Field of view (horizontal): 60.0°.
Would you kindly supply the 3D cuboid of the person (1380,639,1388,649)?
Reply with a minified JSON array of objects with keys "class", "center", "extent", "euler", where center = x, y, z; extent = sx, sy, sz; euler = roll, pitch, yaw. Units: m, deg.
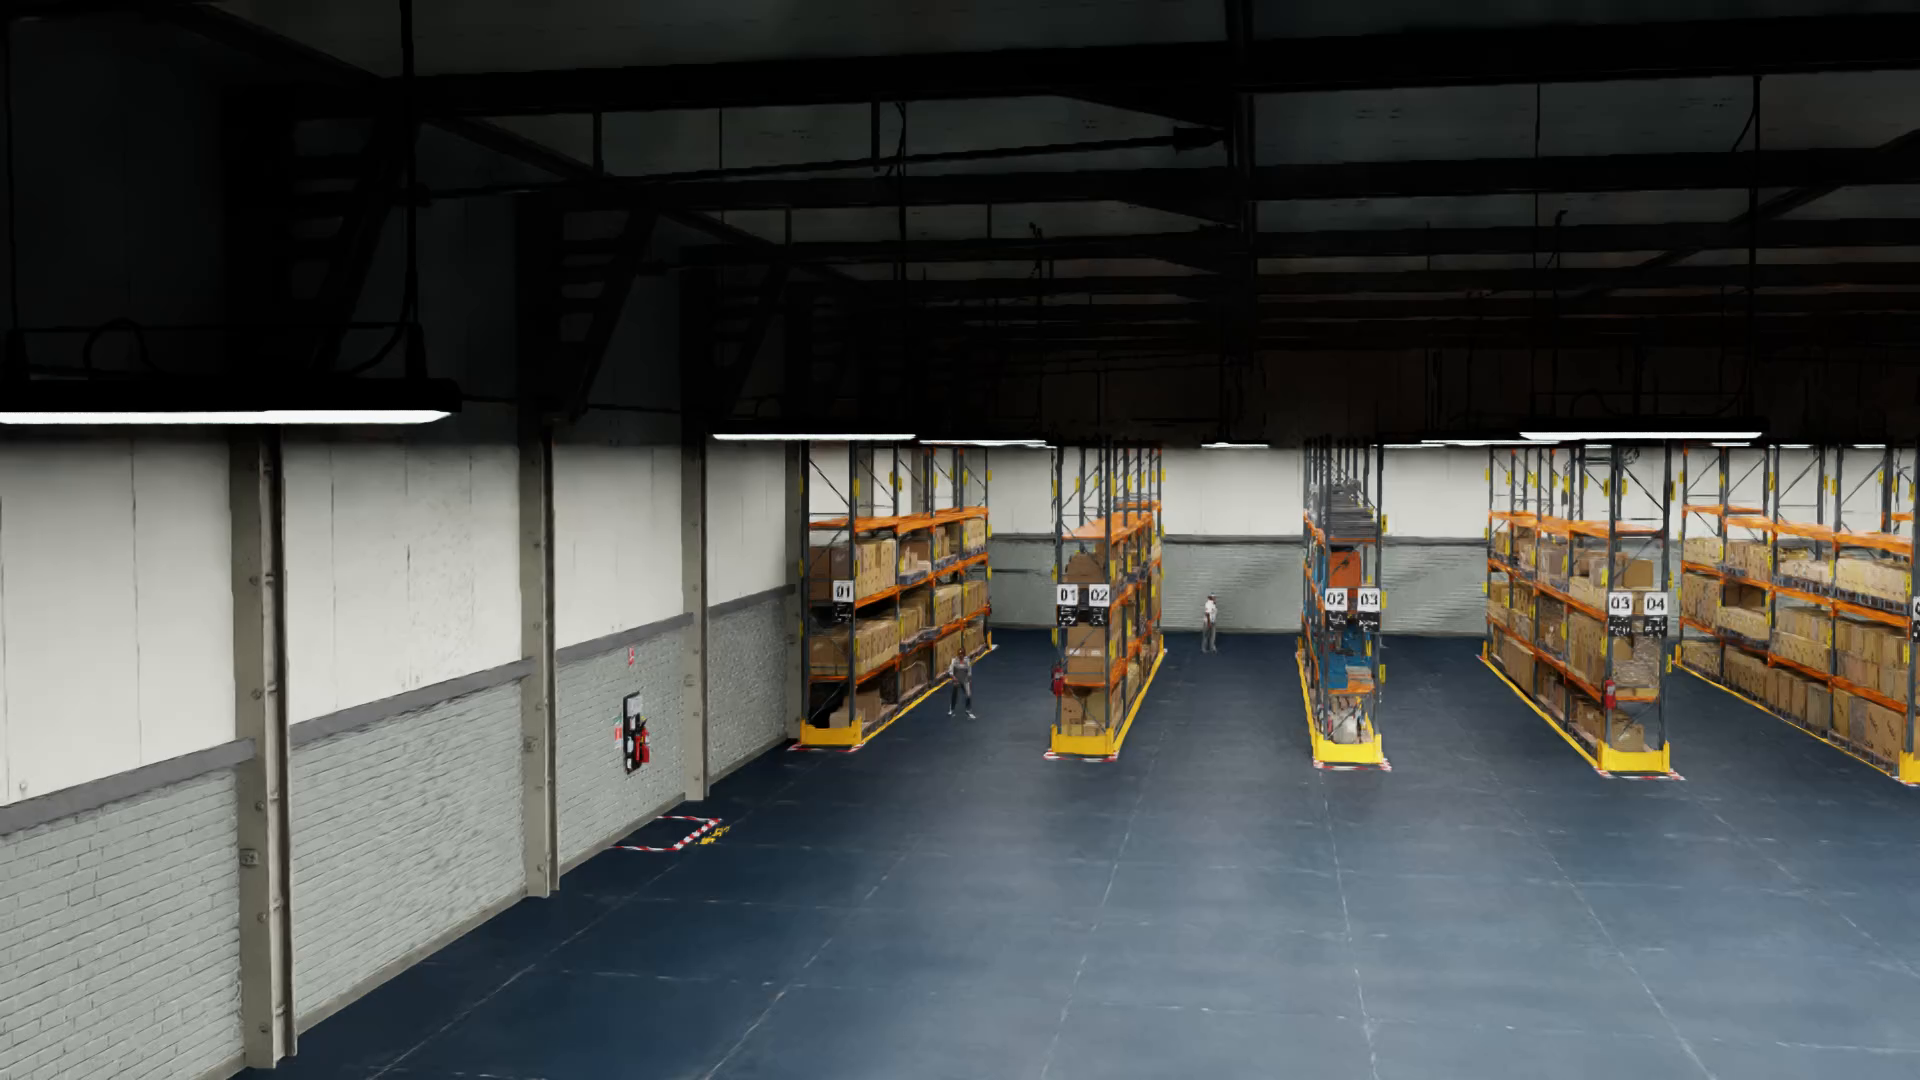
[{"class":"person","center":[11.872,2.298,47.703],"extent":[0.685,1.672,0.550],"euler":[-3,4,-43]}]

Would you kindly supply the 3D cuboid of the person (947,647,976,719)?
[{"class":"person","center":[0.012,3.028,35.466],"extent":[0.562,1.527,0.782],"euler":[0,3,-7]}]

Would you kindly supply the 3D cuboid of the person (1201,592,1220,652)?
[{"class":"person","center":[7.097,2.326,47.222],"extent":[0.419,1.679,0.566],"euler":[2,4,33]}]
